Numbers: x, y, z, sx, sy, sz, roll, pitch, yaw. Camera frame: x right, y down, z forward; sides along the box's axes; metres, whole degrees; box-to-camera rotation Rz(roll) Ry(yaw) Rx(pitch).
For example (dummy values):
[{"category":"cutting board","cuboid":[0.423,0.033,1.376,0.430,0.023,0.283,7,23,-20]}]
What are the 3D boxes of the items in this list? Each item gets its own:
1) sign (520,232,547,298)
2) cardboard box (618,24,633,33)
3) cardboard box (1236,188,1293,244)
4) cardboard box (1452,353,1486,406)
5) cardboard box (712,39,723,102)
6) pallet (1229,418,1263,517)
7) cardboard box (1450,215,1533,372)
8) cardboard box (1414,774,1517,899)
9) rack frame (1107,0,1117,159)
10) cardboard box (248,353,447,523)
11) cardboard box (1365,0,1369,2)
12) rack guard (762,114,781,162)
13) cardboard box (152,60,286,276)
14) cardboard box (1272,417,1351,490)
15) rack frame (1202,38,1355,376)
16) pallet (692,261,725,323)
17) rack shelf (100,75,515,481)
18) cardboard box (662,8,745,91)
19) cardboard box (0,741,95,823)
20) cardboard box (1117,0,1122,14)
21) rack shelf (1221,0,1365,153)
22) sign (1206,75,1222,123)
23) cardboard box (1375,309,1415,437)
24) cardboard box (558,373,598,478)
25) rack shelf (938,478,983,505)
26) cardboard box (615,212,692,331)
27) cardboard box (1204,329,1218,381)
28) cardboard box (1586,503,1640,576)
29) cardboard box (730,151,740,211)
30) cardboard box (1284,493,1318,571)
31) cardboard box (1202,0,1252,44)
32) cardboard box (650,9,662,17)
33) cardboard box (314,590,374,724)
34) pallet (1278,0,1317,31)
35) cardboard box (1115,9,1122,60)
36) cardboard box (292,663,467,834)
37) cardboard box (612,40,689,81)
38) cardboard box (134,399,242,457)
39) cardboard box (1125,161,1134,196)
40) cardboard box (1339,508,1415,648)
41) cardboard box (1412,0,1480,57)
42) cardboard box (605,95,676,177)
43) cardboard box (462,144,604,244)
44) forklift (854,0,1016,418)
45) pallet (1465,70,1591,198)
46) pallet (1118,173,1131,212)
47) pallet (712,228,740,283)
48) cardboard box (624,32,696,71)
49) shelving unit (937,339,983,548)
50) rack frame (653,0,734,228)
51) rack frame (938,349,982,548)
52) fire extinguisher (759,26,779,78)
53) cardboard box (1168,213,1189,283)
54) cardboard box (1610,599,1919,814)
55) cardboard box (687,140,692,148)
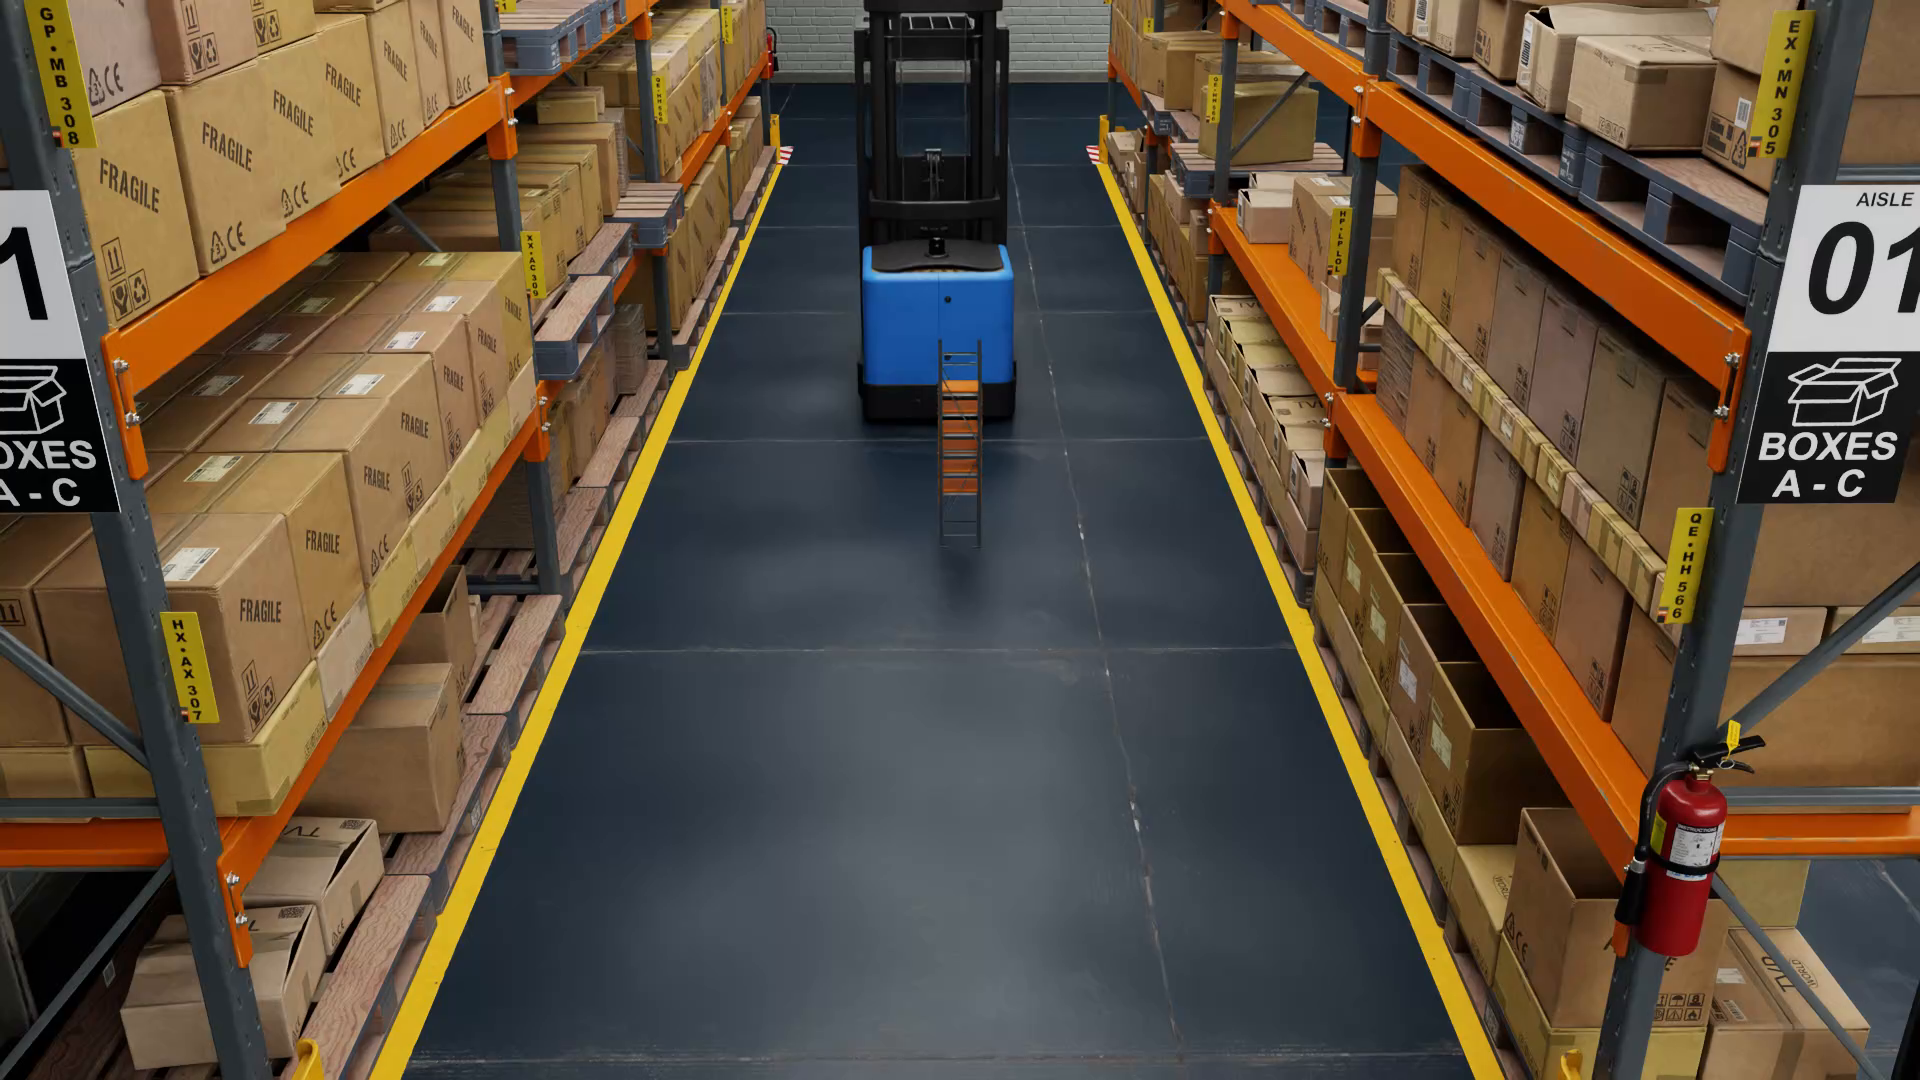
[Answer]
[{"category":"sign","cuboid":[-2.048,-1.318,7.973,0.100,0.325,0.005,0,24,-1]},{"category":"cardboard box","cuboid":[-2.911,-4.133,13.832,0.500,0.250,0.500,-1,24,-2]},{"category":"cardboard box","cuboid":[2.135,-2.180,11.038,0.500,0.311,0.500,-1,24,-1]},{"category":"cardboard box","cuboid":[2.190,-0.640,6.616,0.380,0.149,0.250,-1,24,-2]},{"category":"cardboard box","cuboid":[-2.421,-4.215,14.924,0.500,0.500,0.500,-1,24,-1]},{"category":"pallet","cuboid":[2.299,-0.478,10.551,1.003,0.211,1.213,0,24,-1]},{"category":"cardboard box","cuboid":[2.385,-0.981,6.583,0.700,0.500,0.500,0,24,-1]},{"category":"cardboard box","cuboid":[2.080,1.137,6.424,0.500,0.250,0.500,0,24,-1]},{"category":"rack frame","cuboid":[2.232,-5.886,19.125,1.000,3.000,0.127,0,24,-1]},{"category":"cardboard box","cuboid":[-2.264,-0.379,6.196,0.500,0.500,0.500,0,24,1]},{"category":"cardboard box","cuboid":[2.357,-2.911,8.580,0.500,0.250,0.500,-3,24,-6]},{"category":"rack guard","cuboid":[-2.722,-4.733,19.609,1.175,0.500,0.348,0,24,-1]},{"category":"cardboard box","cuboid":[-2.271,-1.051,4.649,0.500,0.500,0.500,1,24,3]},{"category":"cardboard box","cuboid":[2.060,-0.515,9.396,0.500,0.311,0.500,0,24,1]},{"category":"rack frame","cuboid":[2.319,-2.590,11.836,1.000,3.000,0.127,0,24,-1]},{"category":"pallet","cuboid":[-2.578,-2.122,14.186,1.003,0.211,1.213,0,24,-1]},{"category":"rack shelf","cuboid":[-2.569,-1.132,5.847,1.077,0.370,4.000,0,24,-1]},{"category":"cardboard box","cuboid":[-2.670,-4.875,16.525,0.980,0.700,0.700,-1,24,-2]},{"category":"cardboard box","cuboid":[-2.746,0.598,4.945,0.500,0.250,0.500,0,24,0]},{"category":"cardboard box","cuboid":[1.986,-5.988,18.015,0.500,0.500,0.500,0,24,0]},{"category":"rack shelf","cuboid":[2.341,-2.805,9.544,1.077,0.370,4.000,0,24,-1]},{"category":"sign","cuboid":[1.776,-3.075,11.600,0.100,0.325,0.005,0,24,-1]},{"category":"cardboard box","cuboid":[2.374,-0.804,7.767,0.700,0.500,0.500,-1,24,-2]},{"category":"cardboard box","cuboid":[-2.636,-0.706,10.169,0.700,0.500,0.500,0,24,0]},{"category":"rack shelf","cuboid":[0.000,-0.282,9.607,0.258,0.103,0.180,0,24,-1]},{"category":"cardboard box","cuboid":[-2.511,-2.081,12.811,0.750,0.750,0.750,-1,24,-1]},{"category":"cardboard box","cuboid":[2.031,-1.311,11.836,0.500,0.250,0.500,0,24,-1]},{"category":"cardboard box","cuboid":[2.204,-0.004,5.211,0.380,0.149,0.250,-1,24,-1]},{"category":"cardboard box","cuboid":[-2.584,-3.575,16.539,0.700,0.500,0.500,0,24,0]},{"category":"cardboard box","cuboid":[2.068,-0.050,9.047,0.500,0.250,0.500,0,24,-1]},{"category":"cardboard box","cuboid":[2.552,-4.935,15.686,0.500,0.500,0.500,0,24,1]},{"category":"cardboard box","cuboid":[-2.934,-4.555,14.765,0.500,0.250,0.500,0,24,1]},{"category":"cardboard box","cuboid":[-2.255,0.373,5.442,0.500,0.250,0.500,-1,24,-2]},{"category":"pallet","cuboid":[2.431,-3.130,9.620,1.003,0.211,1.213,1,24,2]},{"category":"cardboard box","cuboid":[1.984,-5.535,18.227,0.500,0.500,0.500,0,24,-1]},{"category":"cardboard box","cuboid":[-2.429,0.846,6.739,0.700,0.500,0.500,-2,24,-4]},{"category":"cardboard box","cuboid":[-2.398,-3.713,12.904,0.500,0.250,0.500,0,24,0]},{"category":"cardboard box","cuboid":[-2.770,-0.166,5.724,0.500,0.500,0.500,-1,24,-2]},{"category":"cardboard box","cuboid":[1.977,-3.756,17.143,0.500,0.311,0.500,0,24,-1]},{"category":"cardboard box","cuboid":[2.068,0.177,7.636,0.500,0.500,0.500,0,24,-1]},{"category":"cardboard box","cuboid":[2.110,-2.091,6.523,0.500,0.311,0.500,-2,24,-3]},{"category":"cardboard box","cuboid":[-2.384,-2.957,12.142,0.500,0.500,0.500,0,24,1]},{"category":"cardboard box","cuboid":[-2.583,-2.105,10.109,0.700,0.500,0.500,0,24,-1]},{"category":"forklift","cuboid":[-0.211,-2.736,12.243,1.130,2.935,3.031,-1,24,-2]},{"category":"pallet","cuboid":[2.408,-1.415,5.706,1.003,0.211,1.213,0,24,-1]},{"category":"pallet","cuboid":[2.253,-3.754,17.795,1.003,0.211,1.213,0,24,-1]},{"category":"pallet","cuboid":[-2.594,-2.626,15.300,1.003,0.211,1.213,0,24,-1]},{"category":"cardboard box","cuboid":[-2.409,-3.924,13.369,0.500,0.250,0.500,-1,24,-2]},{"category":"shelving unit","cuboid":[0.000,-0.541,9.490,0.258,1.200,0.189,0,24,-1]},{"category":"rack frame","cuboid":[-2.678,-4.214,15.428,1.000,3.000,0.127,0,24,-1]},{"category":"rack frame","cuboid":[0.001,-0.503,9.406,0.240,1.200,0.006,0,24,-1]},{"category":"fire extinguisher","cuboid":[-2.262,-5.721,19.307,0.296,0.674,0.183,0,24,-1]},{"category":"cardboard box","cuboid":[2.057,-2.465,14.060,0.500,0.500,0.500,-1,24,-3]},{"category":"cardboard box","cuboid":[2.414,0.469,4.952,0.700,0.500,0.500,0,24,-1]},{"category":"cardboard box","cuboid":[-2.430,-3.338,13.770,0.380,0.149,0.250,0,24,1]}]
